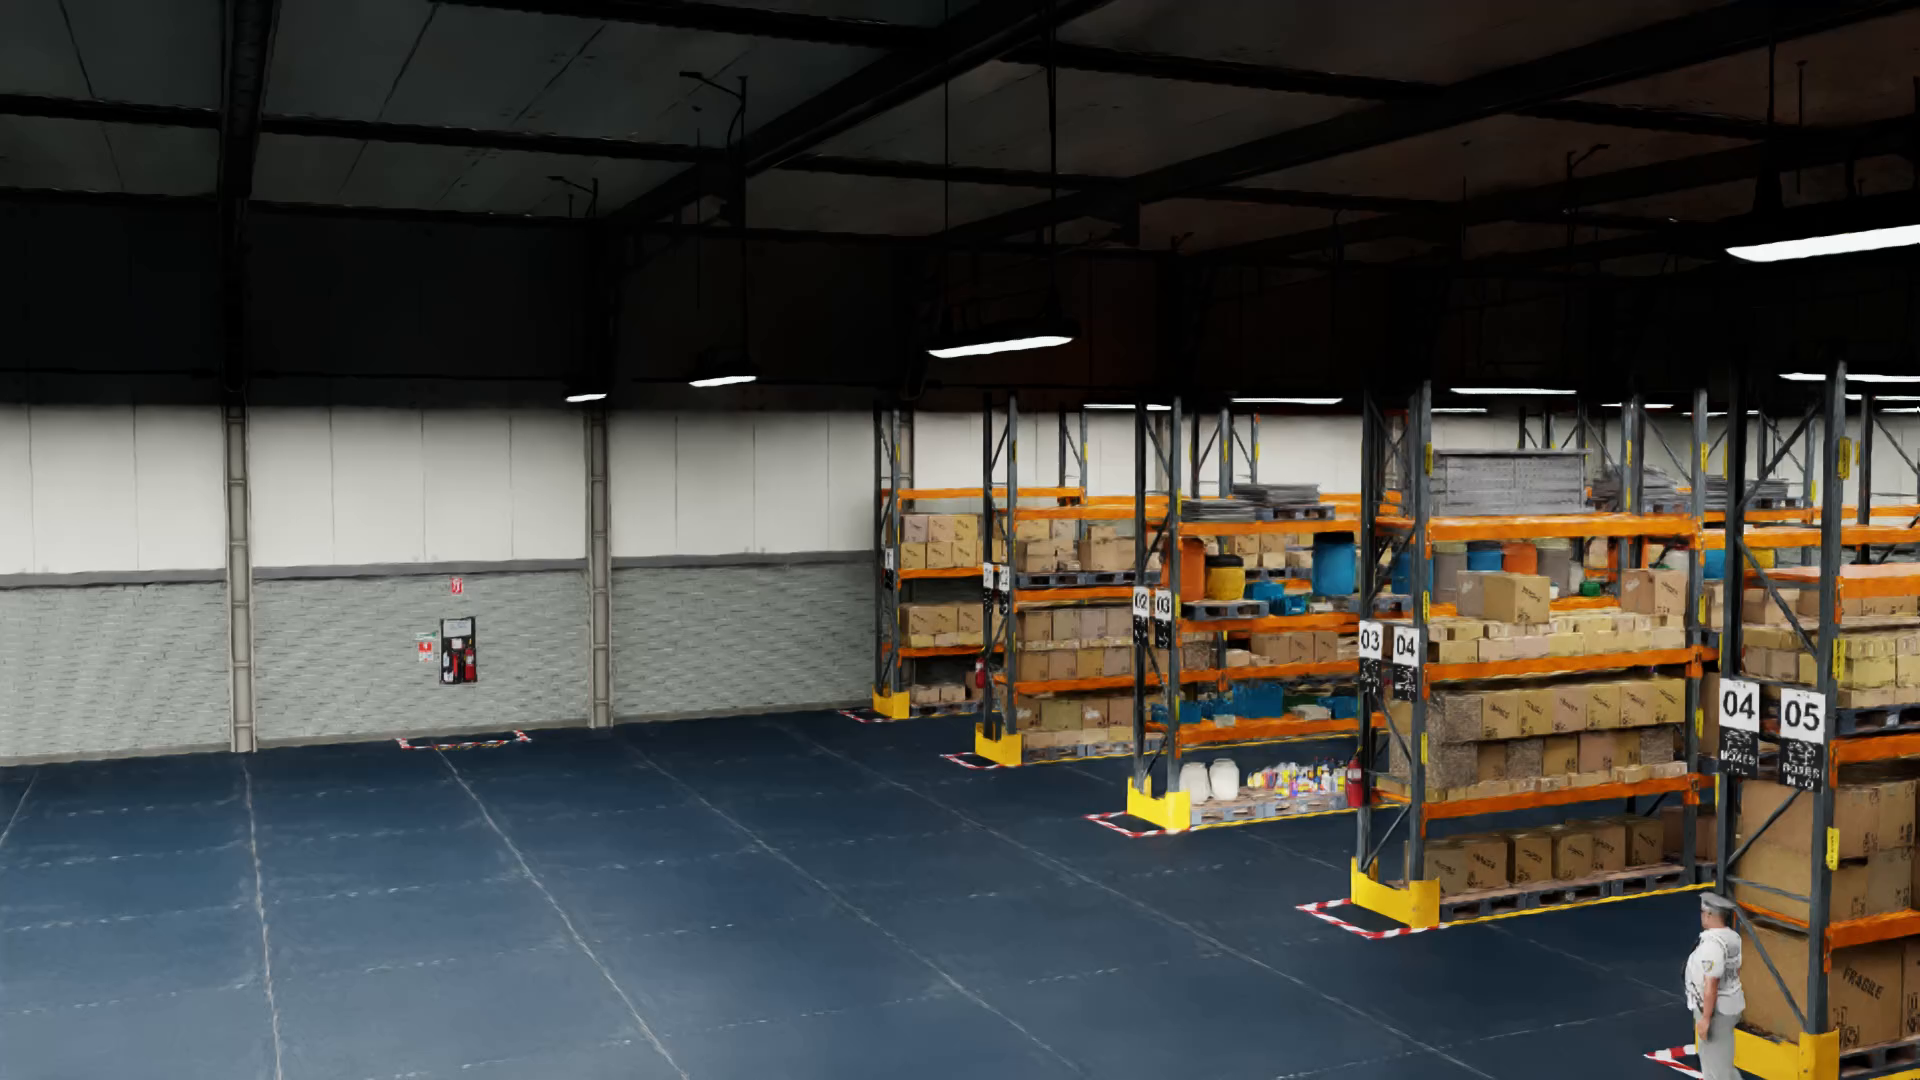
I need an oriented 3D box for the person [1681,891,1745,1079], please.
[{"bbox_3d":[5.766,3.565,12.562,0.552,1.746,0.652,3,4,40],"label":"person"}]
